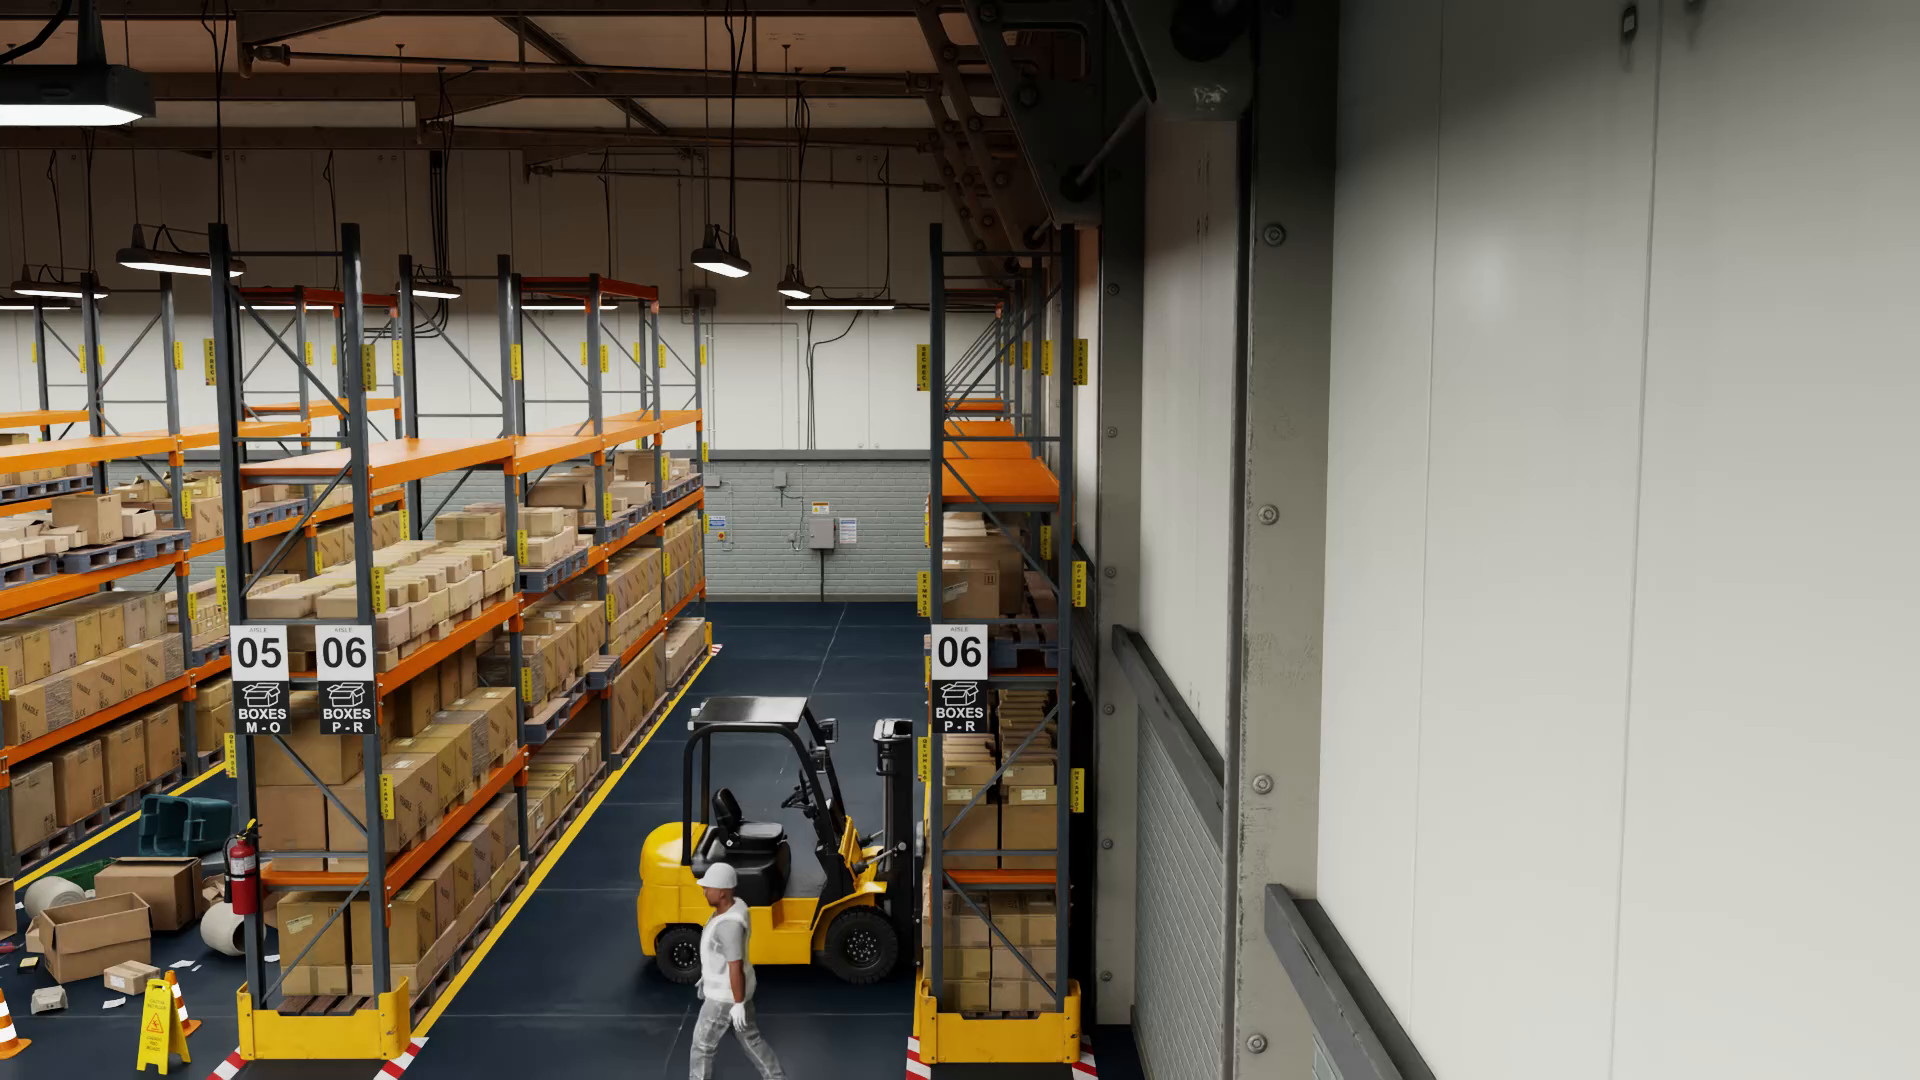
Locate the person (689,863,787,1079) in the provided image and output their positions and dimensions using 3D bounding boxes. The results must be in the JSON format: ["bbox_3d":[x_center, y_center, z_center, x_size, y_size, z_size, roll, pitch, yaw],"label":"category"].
[{"bbox_3d":[-1.582,3.015,11.100,0.884,1.768,0.554,0,7,3],"label":"person"}]

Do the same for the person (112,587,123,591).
[{"bbox_3d":[-11.954,1.532,23.616,0.510,1.725,1.068,0,7,2],"label":"person"}]
